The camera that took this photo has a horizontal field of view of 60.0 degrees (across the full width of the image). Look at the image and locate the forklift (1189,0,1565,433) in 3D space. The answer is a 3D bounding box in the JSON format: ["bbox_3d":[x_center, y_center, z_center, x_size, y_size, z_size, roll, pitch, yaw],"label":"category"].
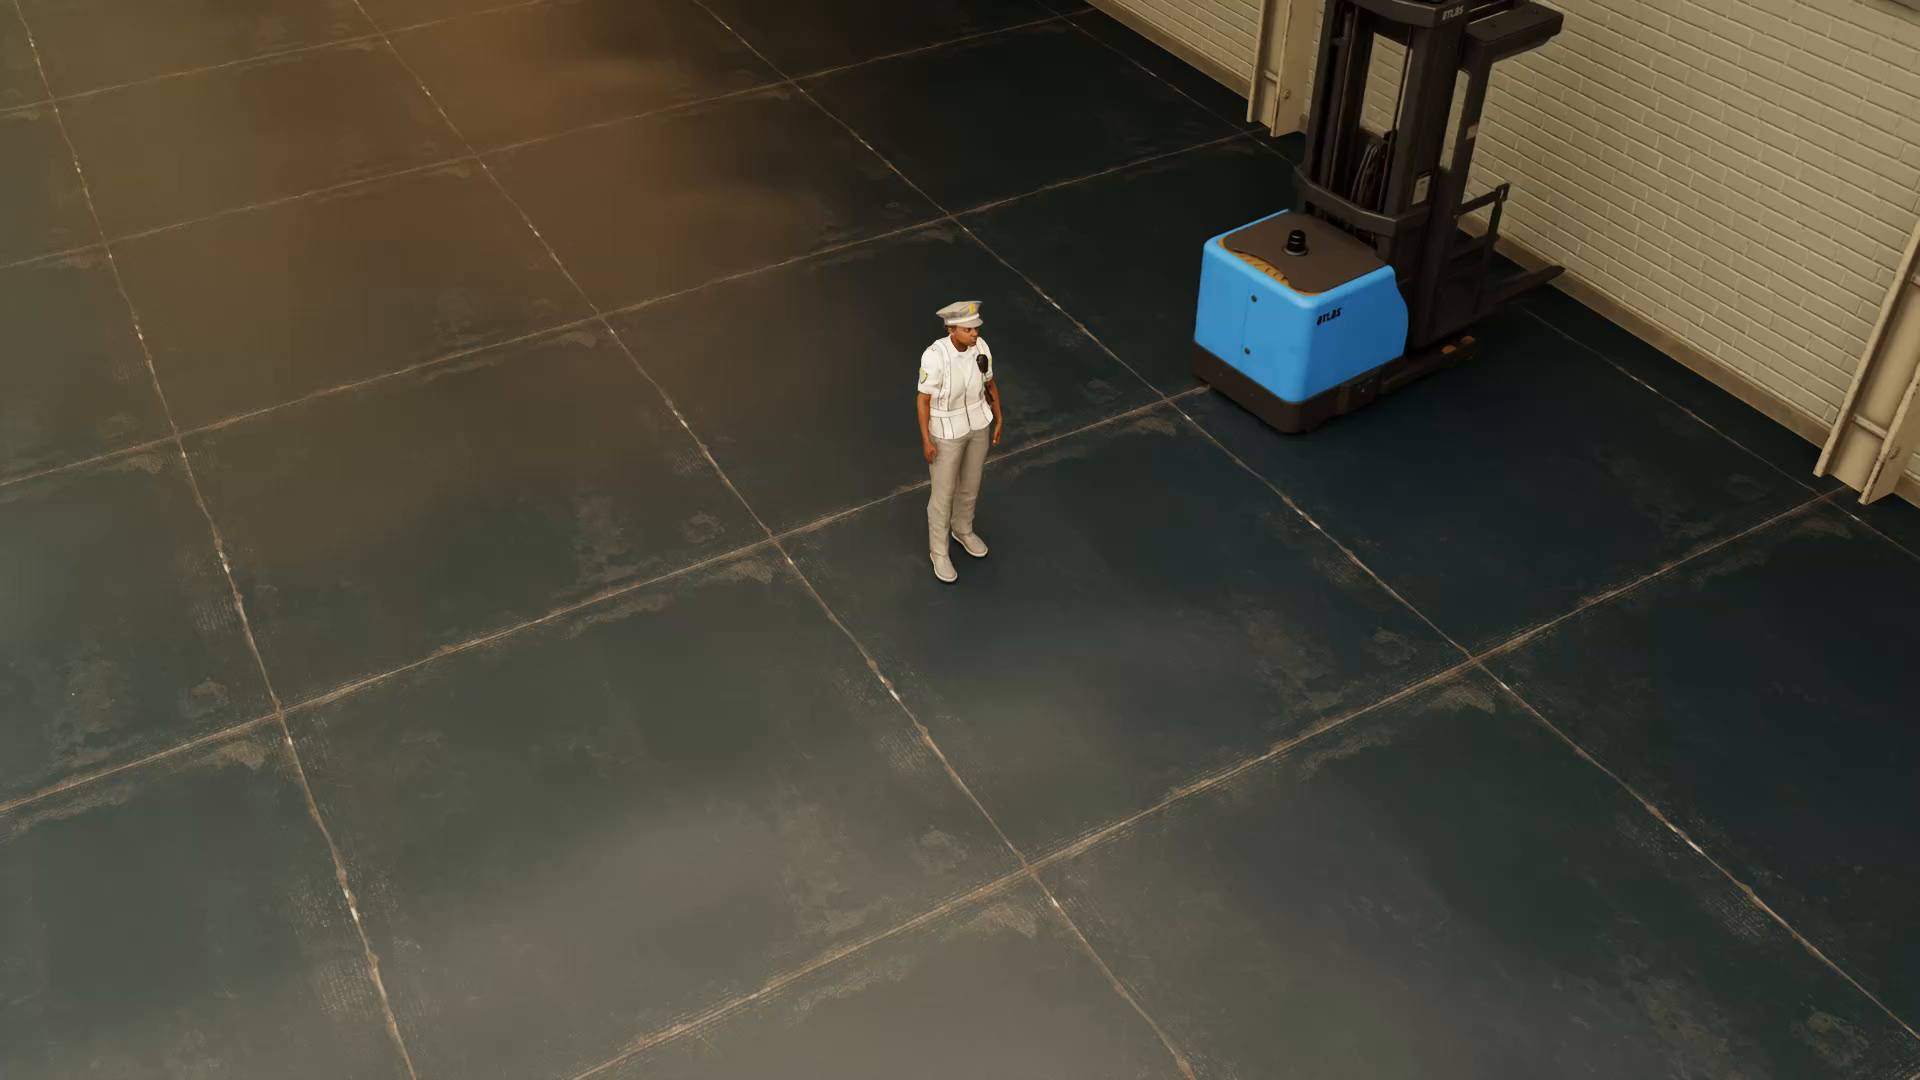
[{"bbox_3d":[3.102,-2.592,11.161,3.031,2.935,1.130,-25,46,-27],"label":"forklift"}]

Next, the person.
[{"bbox_3d":[0.021,-0.610,9.729,0.570,1.697,0.528,-20,44,-23],"label":"person"}]
